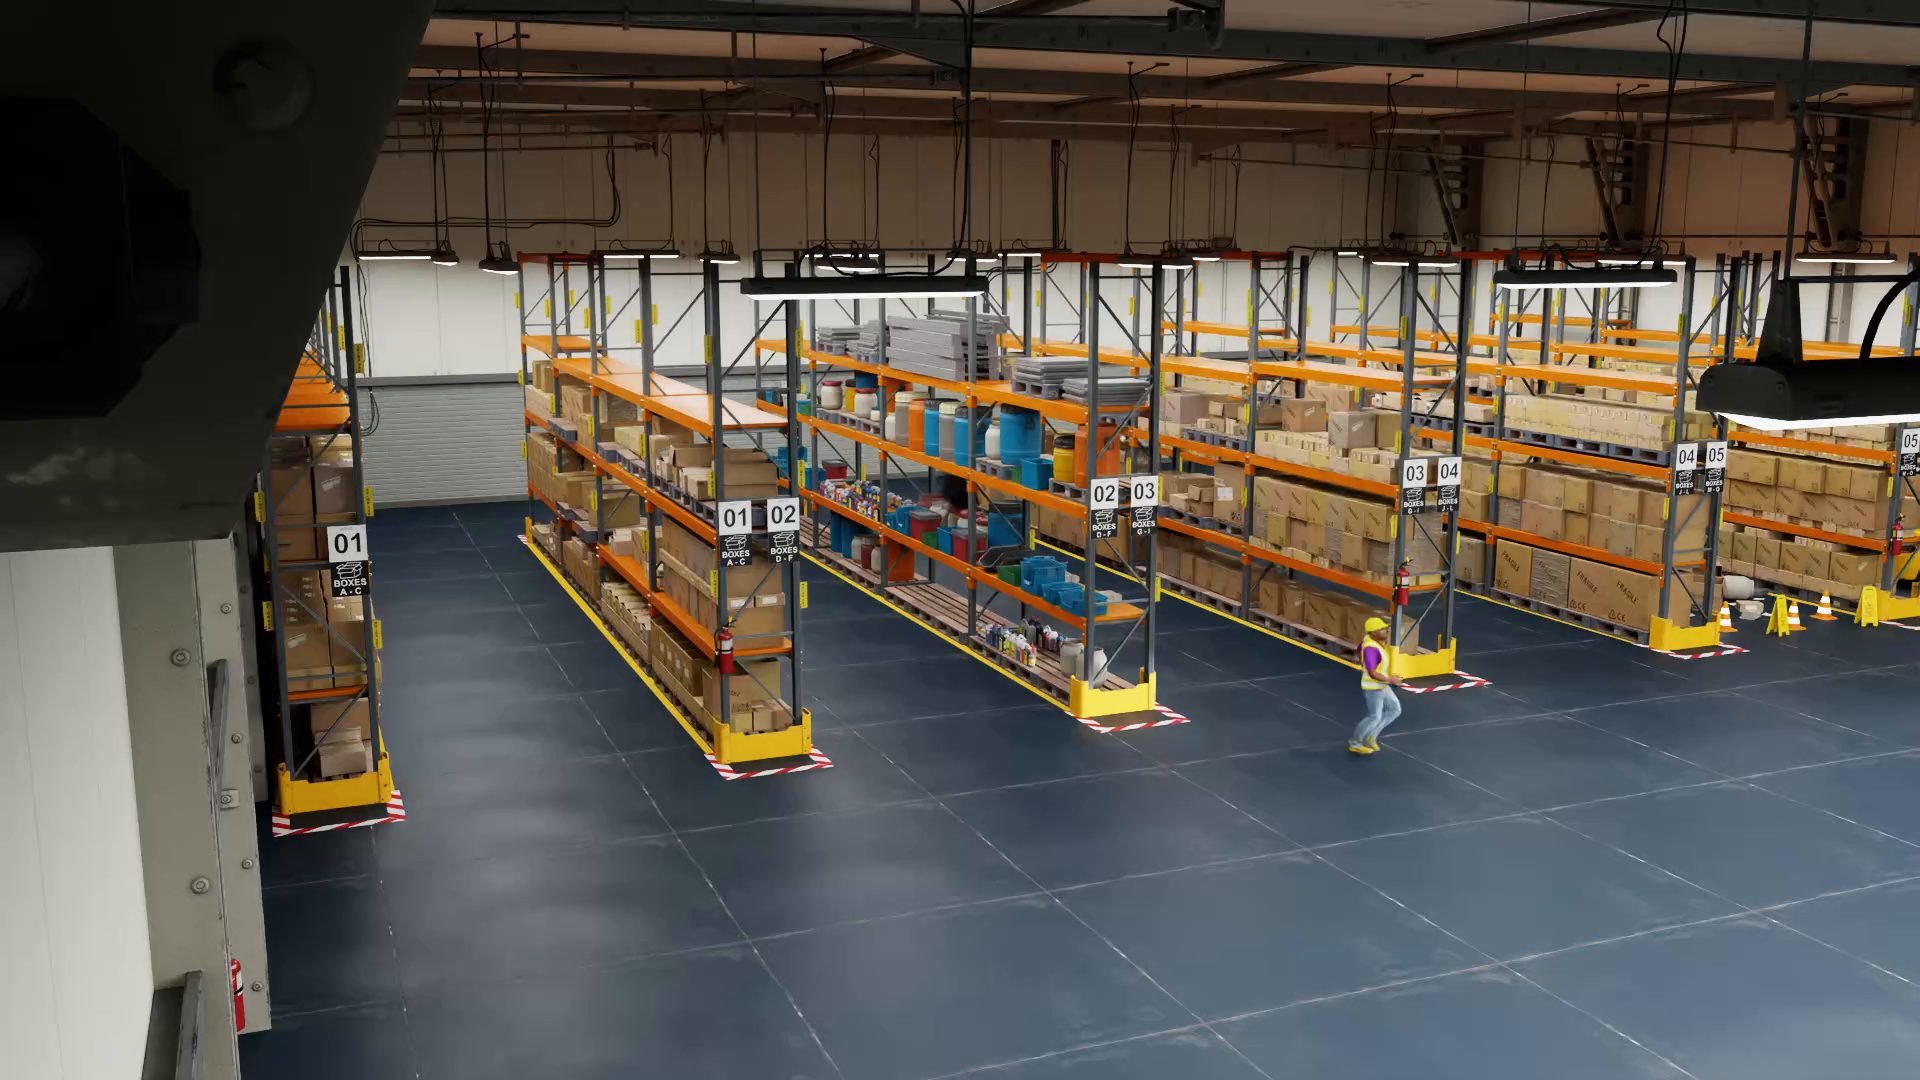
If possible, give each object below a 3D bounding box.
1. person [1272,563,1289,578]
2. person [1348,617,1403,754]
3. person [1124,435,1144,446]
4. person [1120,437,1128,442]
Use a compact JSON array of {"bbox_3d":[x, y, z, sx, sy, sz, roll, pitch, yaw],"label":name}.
[{"bbox_3d":[6.023,-0.120,30.719,0.718,1.760,0.900,-5,12,-26],"label":"person"},{"bbox_3d":[5.125,1.788,20.443,0.633,1.725,0.712,3,11,17],"label":"person"},{"bbox_3d":[4.128,-1.996,41.372,0.845,1.661,0.705,-5,11,-25],"label":"person"},{"bbox_3d":[3.757,-1.612,39.258,0.697,1.647,0.924,-1,10,-3],"label":"person"}]
